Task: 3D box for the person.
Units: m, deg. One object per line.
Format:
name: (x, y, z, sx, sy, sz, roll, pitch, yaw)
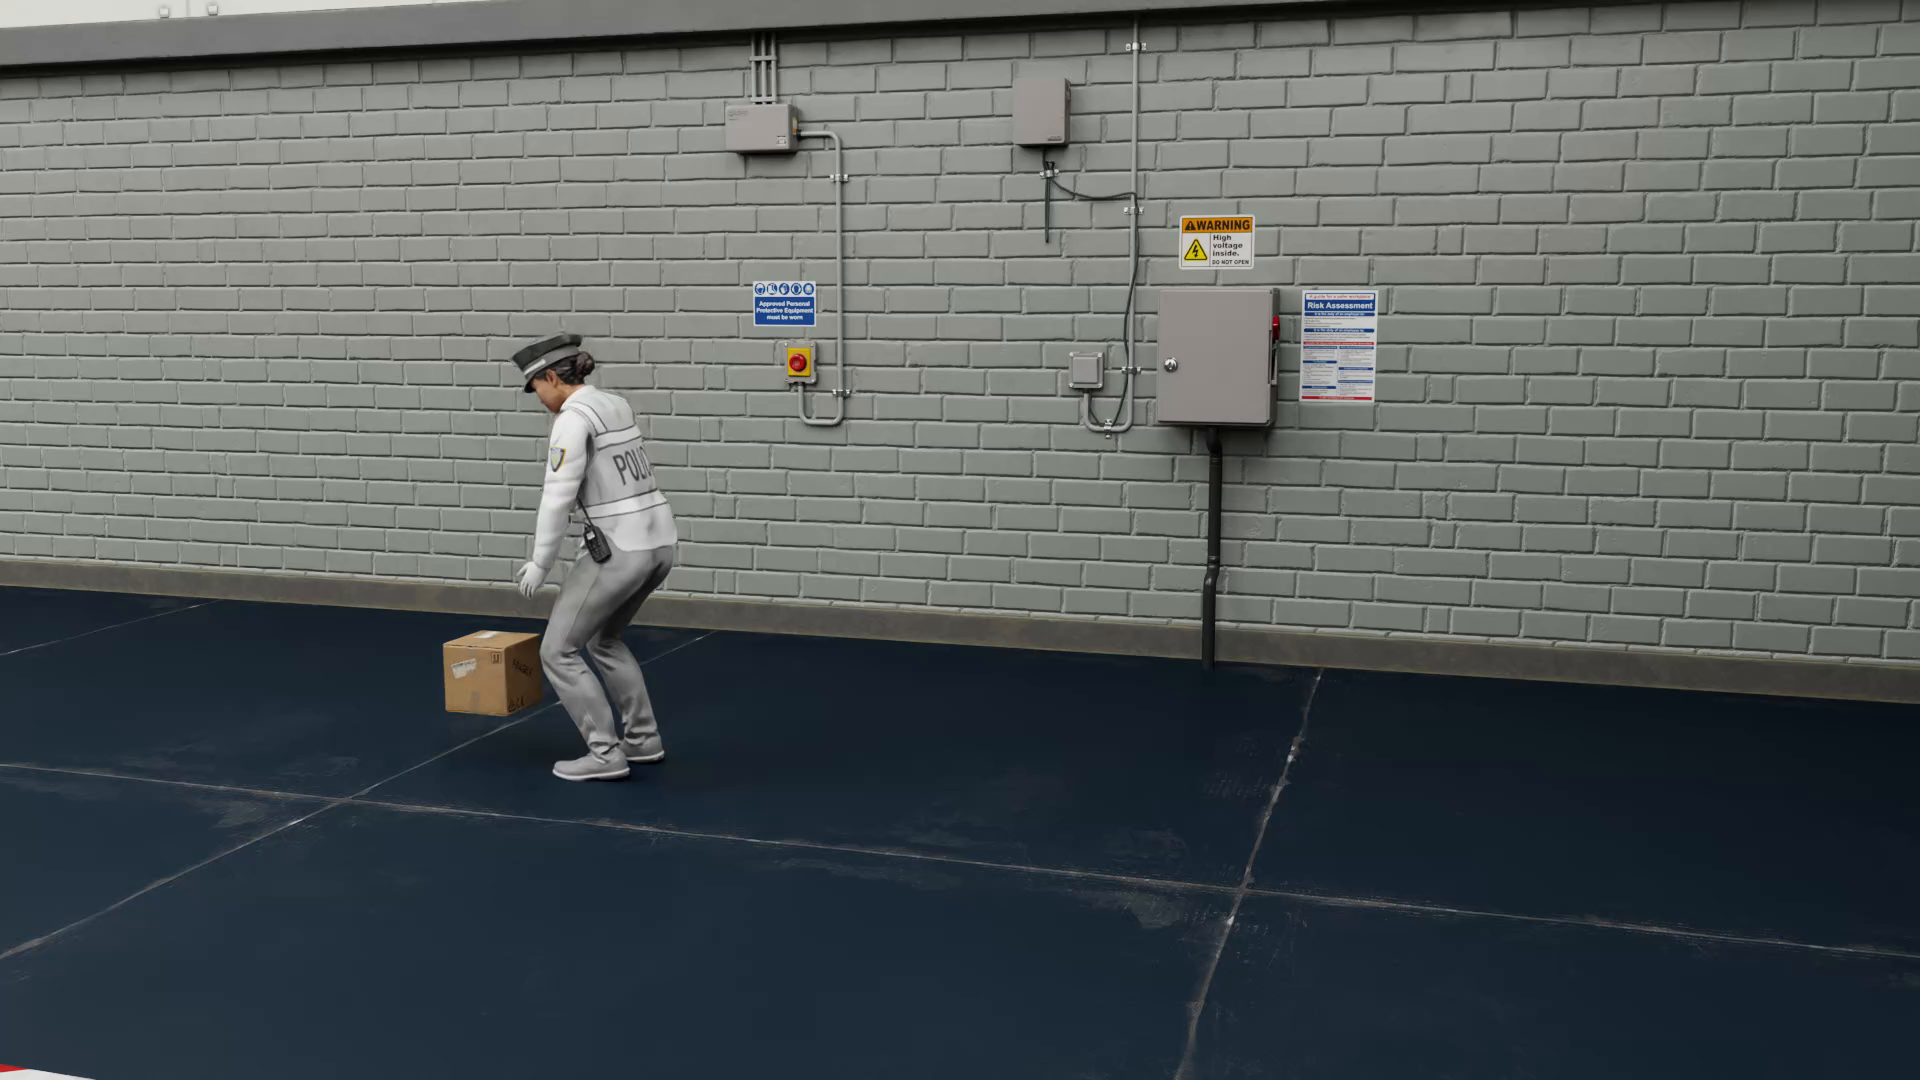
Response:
person: (-1.261, 0.073, 5.826, 0.496, 1.535, 0.520, 3, 9, 17)
